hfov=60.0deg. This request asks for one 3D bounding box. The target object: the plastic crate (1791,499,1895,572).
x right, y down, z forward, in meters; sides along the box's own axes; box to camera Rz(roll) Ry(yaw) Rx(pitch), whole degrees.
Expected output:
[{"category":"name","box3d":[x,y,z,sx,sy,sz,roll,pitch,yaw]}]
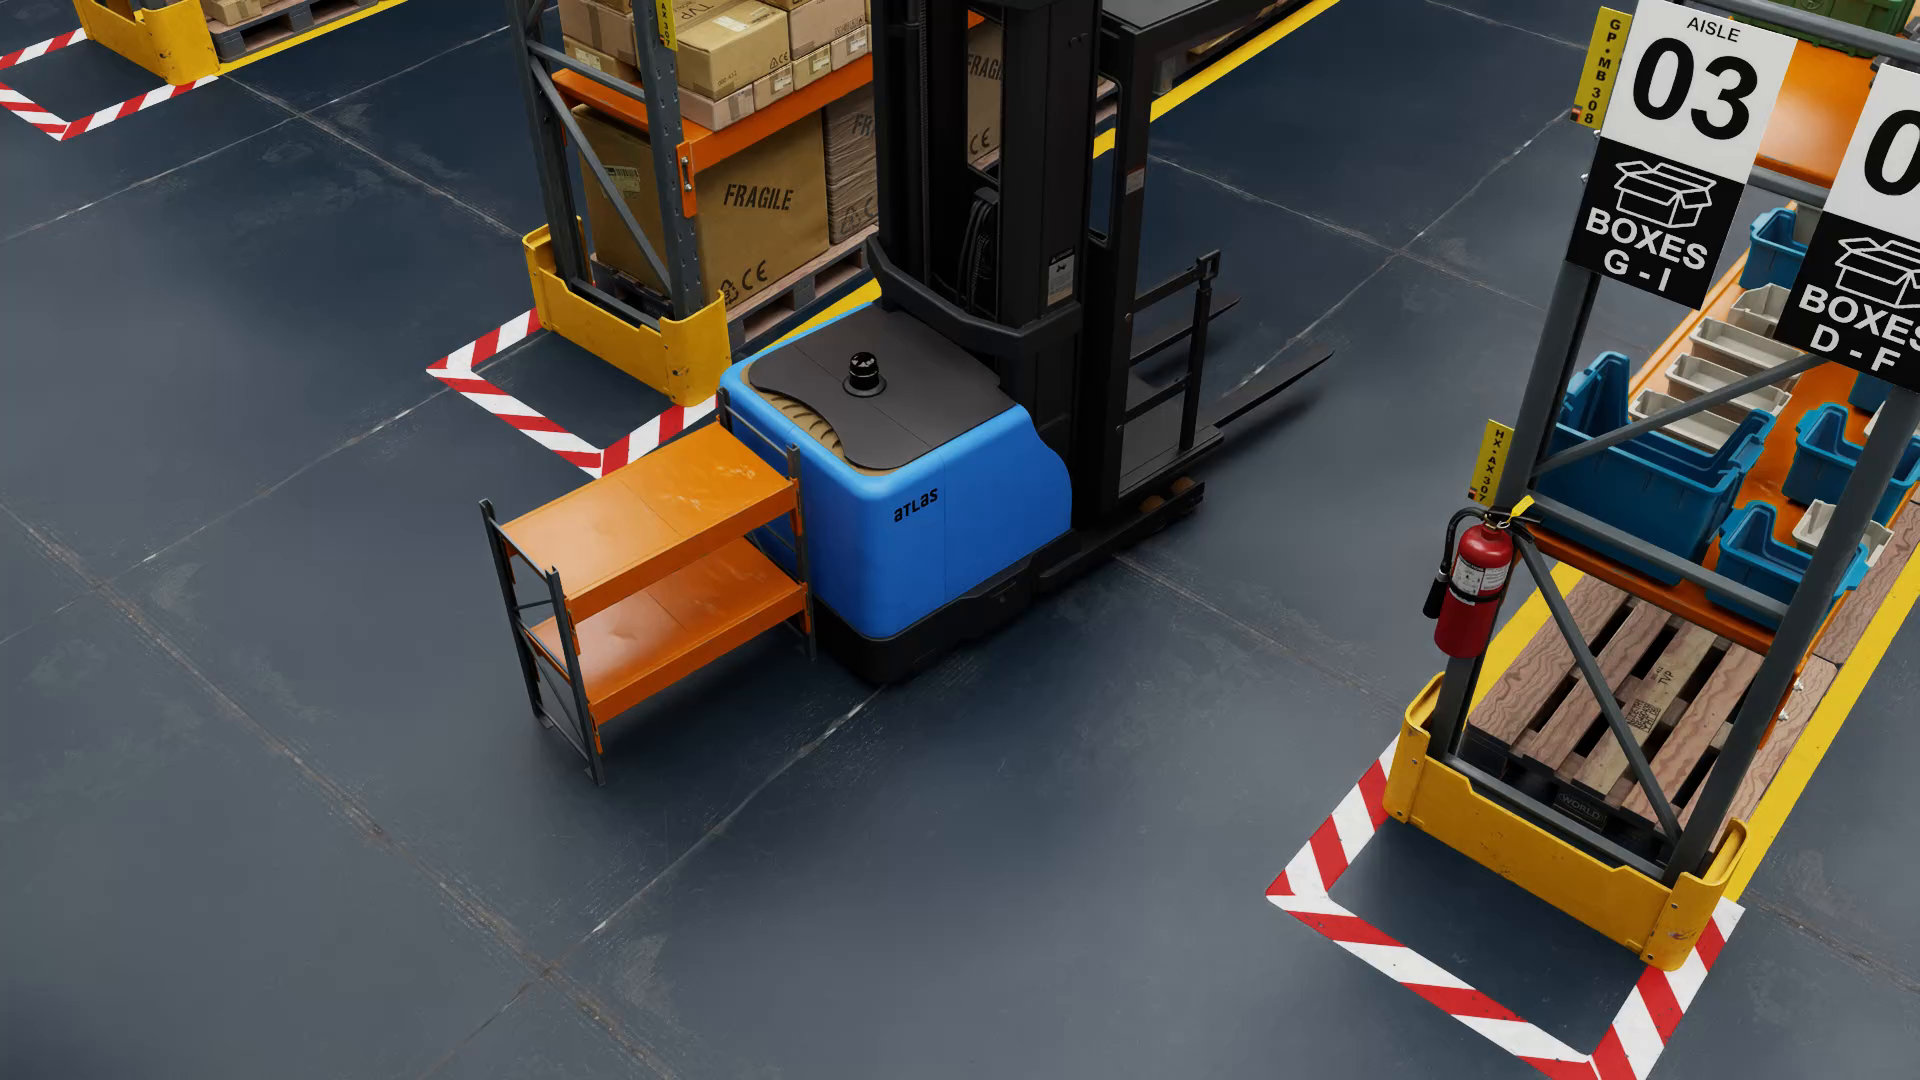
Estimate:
[{"category":"plastic crate","box3d":[2.823,0.011,5.341,0.250,0.136,0.298,29,50,28]}]

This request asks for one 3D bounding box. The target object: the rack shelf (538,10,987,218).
[{"category":"rack shelf","box3d":[-0.362,-2.858,8.881,1.077,0.370,4.000,29,50,28]}]

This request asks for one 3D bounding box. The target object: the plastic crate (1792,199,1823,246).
[{"category":"plastic crate","box3d":[3.592,-1.281,6.655,0.437,0.282,0.530,29,50,28]}]

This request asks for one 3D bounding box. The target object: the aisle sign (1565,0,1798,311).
[{"category":"aisle sign","box3d":[1.871,-1.002,4.372,0.394,0.787,0.004,29,50,28]}]

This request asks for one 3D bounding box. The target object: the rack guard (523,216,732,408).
[{"category":"rack guard","box3d":[-1.665,-1.157,8.333,1.175,0.500,0.348,29,50,28]}]

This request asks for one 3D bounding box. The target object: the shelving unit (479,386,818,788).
[{"category":"shelving unit","box3d":[-1.151,0.178,6.401,1.048,1.125,0.538,-30,50,-29]}]

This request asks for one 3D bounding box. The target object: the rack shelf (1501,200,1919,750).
[{"category":"rack shelf","box3d":[3.429,-0.714,6.522,1.077,0.370,4.000,29,50,28]}]

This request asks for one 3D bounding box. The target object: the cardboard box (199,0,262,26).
[{"category":"cardboard box","box3d":[-4.798,-3.526,10.887,0.380,0.149,0.250,31,50,29]}]

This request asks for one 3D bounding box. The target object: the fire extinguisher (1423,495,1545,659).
[{"category":"fire extinguisher","box3d":[1.697,0.098,5.430,0.296,0.674,0.183,29,50,28]}]

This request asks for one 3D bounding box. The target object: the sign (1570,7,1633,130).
[{"category":"sign","box3d":[1.710,-1.251,4.426,0.100,0.325,0.005,29,50,28]}]

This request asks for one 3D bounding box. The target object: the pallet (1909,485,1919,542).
[{"category":"pallet","box3d":[4.273,-0.582,7.916,1.003,0.211,1.213,29,50,28]}]

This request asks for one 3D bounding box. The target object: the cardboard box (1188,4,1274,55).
[{"category":"cardboard box","box3d":[1.322,-3.861,10.717,1.225,0.875,0.875,30,50,29]}]

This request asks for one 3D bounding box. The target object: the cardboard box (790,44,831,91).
[{"category":"cardboard box","box3d":[-0.840,-2.306,7.926,0.380,0.149,0.250,28,49,28]}]

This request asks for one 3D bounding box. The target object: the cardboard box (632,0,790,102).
[{"category":"cardboard box","box3d":[-1.134,-2.279,7.600,0.500,0.250,0.500,28,49,27]}]

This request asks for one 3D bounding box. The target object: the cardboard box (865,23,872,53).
[{"category":"cardboard box","box3d":[-0.508,-2.571,8.217,0.380,0.149,0.250,29,49,28]}]

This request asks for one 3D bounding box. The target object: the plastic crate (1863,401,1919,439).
[{"category":"plastic crate","box3d":[3.259,-0.338,5.726,0.250,0.136,0.298,29,50,28]}]

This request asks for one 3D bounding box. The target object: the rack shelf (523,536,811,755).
[{"category":"rack shelf","box3d":[-1.151,0.359,6.565,1.000,0.278,0.538,-30,50,-29]}]

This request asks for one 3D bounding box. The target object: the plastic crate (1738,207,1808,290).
[{"category":"plastic crate","box3d":[3.267,-1.079,6.469,0.416,0.233,0.300,29,50,28]}]

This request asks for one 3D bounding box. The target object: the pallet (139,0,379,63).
[{"category":"pallet","box3d":[-4.782,-3.704,11.349,1.003,0.211,1.213,29,50,28]}]

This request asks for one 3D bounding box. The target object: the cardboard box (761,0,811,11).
[{"category":"cardboard box","box3d":[-0.812,-2.814,7.630,0.500,0.500,0.500,28,49,28]}]

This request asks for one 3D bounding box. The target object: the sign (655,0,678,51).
[{"category":"sign","box3d":[-1.228,-2.201,6.920,0.100,0.325,0.005,29,50,28]}]

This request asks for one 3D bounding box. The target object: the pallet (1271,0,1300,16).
[{"category":"pallet","box3d":[2.149,-4.183,11.876,1.003,0.211,1.213,29,50,28]}]

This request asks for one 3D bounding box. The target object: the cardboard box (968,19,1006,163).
[{"category":"cardboard box","box3d":[-0.140,-2.755,9.499,0.875,0.875,0.875,29,50,28]}]

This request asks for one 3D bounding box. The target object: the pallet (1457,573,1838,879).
[{"category":"pallet","box3d":[2.702,0.674,6.534,1.003,0.211,1.213,29,50,28]}]

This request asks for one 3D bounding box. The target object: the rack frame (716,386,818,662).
[{"category":"rack frame","box3d":[-0.765,-0.045,6.646,0.032,1.125,0.500,-30,50,-29]}]

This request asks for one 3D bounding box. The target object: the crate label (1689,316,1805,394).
[{"category":"crate label","box3d":[2.886,-0.670,6.091,0.396,0.136,0.243,29,50,28]}]

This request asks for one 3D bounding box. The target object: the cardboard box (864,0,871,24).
[{"category":"cardboard box","box3d":[-0.478,-2.807,8.180,0.500,0.250,0.500,28,49,27]}]

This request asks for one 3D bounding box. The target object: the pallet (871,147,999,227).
[{"category":"pallet","box3d":[-0.409,-2.134,9.622,1.003,0.211,1.213,29,50,28]}]

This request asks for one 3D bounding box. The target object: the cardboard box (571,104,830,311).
[{"category":"cardboard box","box3d":[-1.298,-1.828,8.480,0.875,0.875,0.875,29,50,28]}]

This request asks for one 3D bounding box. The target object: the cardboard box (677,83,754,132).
[{"category":"cardboard box","box3d":[-1.168,-2.041,7.634,0.380,0.149,0.250,30,50,29]}]

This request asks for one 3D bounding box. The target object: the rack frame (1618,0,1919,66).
[{"category":"rack frame","box3d":[2.142,-2.170,3.129,1.000,3.000,0.127,29,50,28]}]

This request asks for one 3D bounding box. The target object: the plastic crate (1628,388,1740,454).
[{"category":"plastic crate","box3d":[2.528,-0.373,5.764,0.396,0.136,0.243,29,50,28]}]

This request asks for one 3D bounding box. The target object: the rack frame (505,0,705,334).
[{"category":"rack frame","box3d":[-1.649,-2.094,7.506,1.000,3.000,0.127,29,50,28]}]

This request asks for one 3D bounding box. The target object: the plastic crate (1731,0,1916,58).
[{"category":"plastic crate","box3d":[2.558,-1.613,4.904,0.450,0.188,0.336,29,50,28]}]

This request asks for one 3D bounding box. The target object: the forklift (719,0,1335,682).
[{"category":"forklift","box3d":[0.475,-1.360,6.749,3.031,2.935,1.130,-30,50,-29]}]
